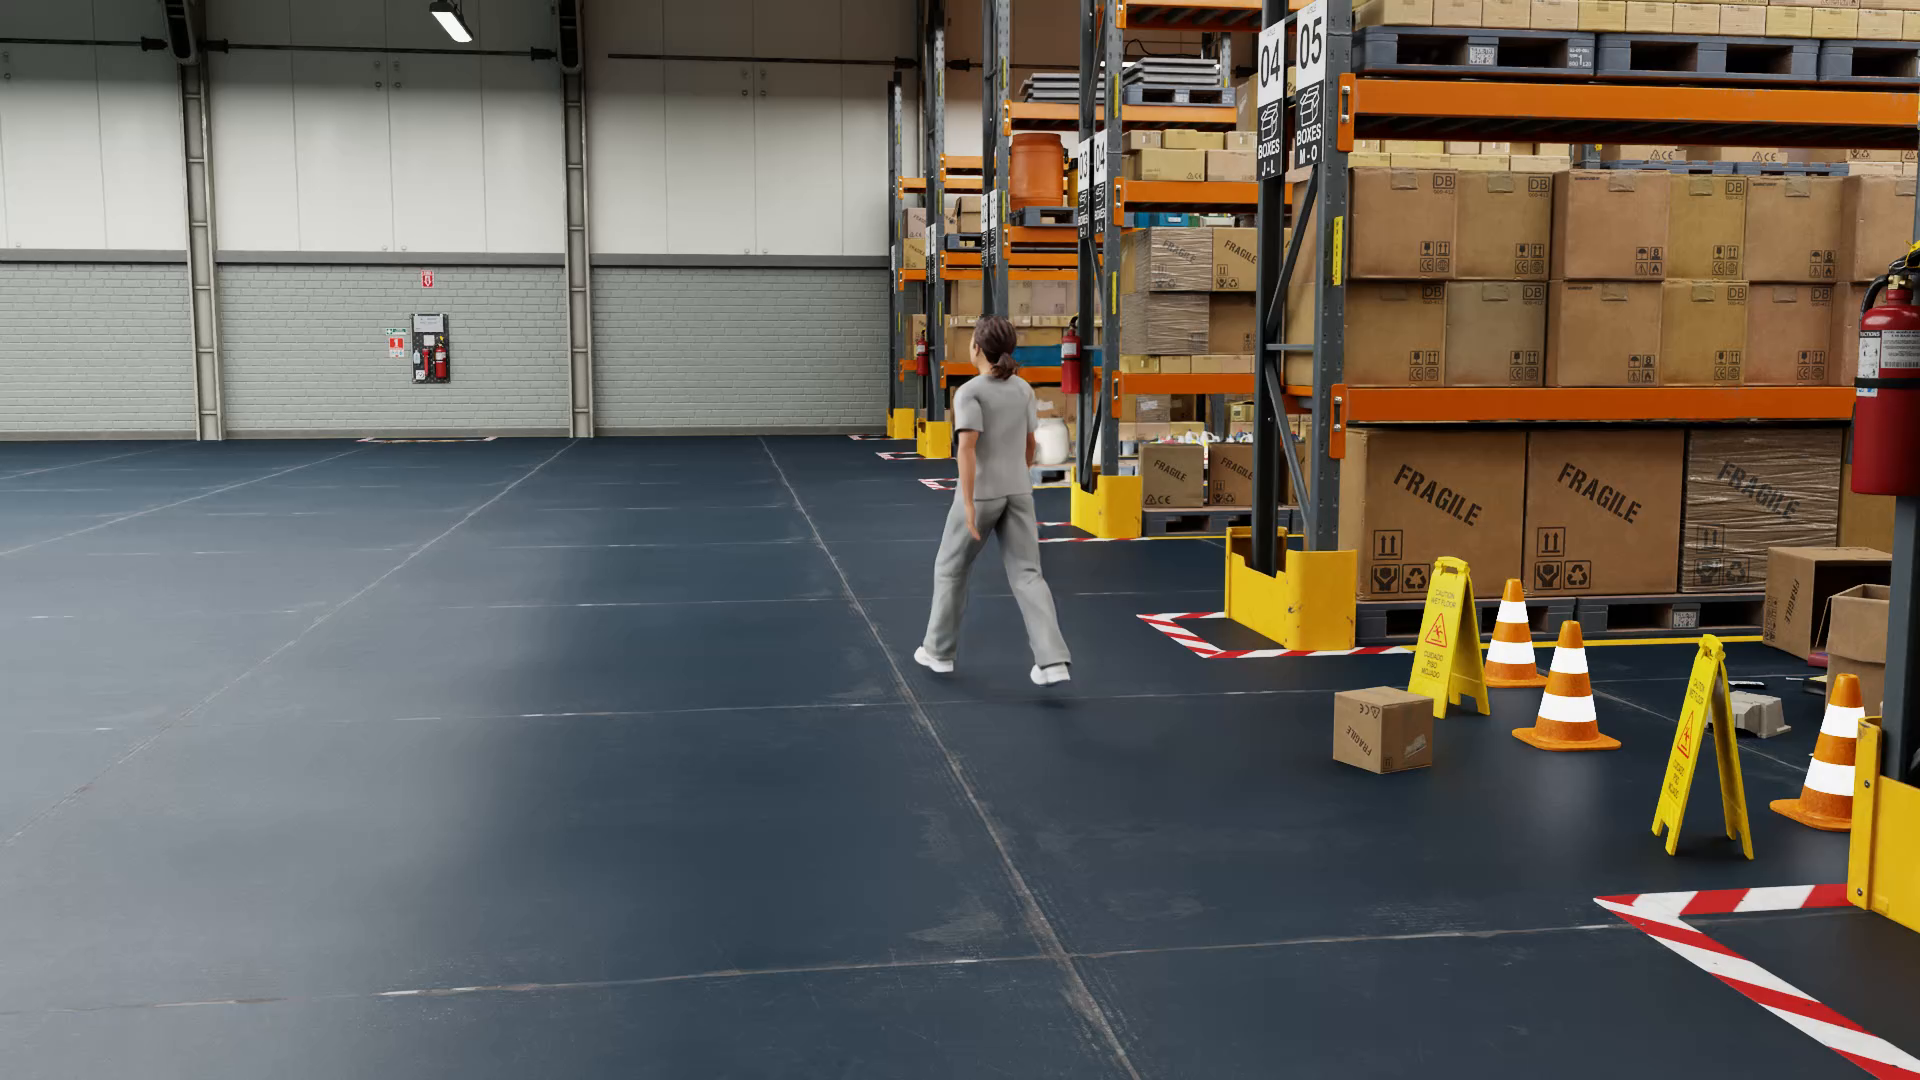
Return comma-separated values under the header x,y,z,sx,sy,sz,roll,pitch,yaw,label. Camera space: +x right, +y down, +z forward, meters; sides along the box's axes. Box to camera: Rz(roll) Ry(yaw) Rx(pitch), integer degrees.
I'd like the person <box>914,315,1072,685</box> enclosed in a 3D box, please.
x,y,z,sx,sy,sz,roll,pitch,yaw,label
0.138,-0.179,7.340,0.473,1.610,1.047,-4,7,-28,person
